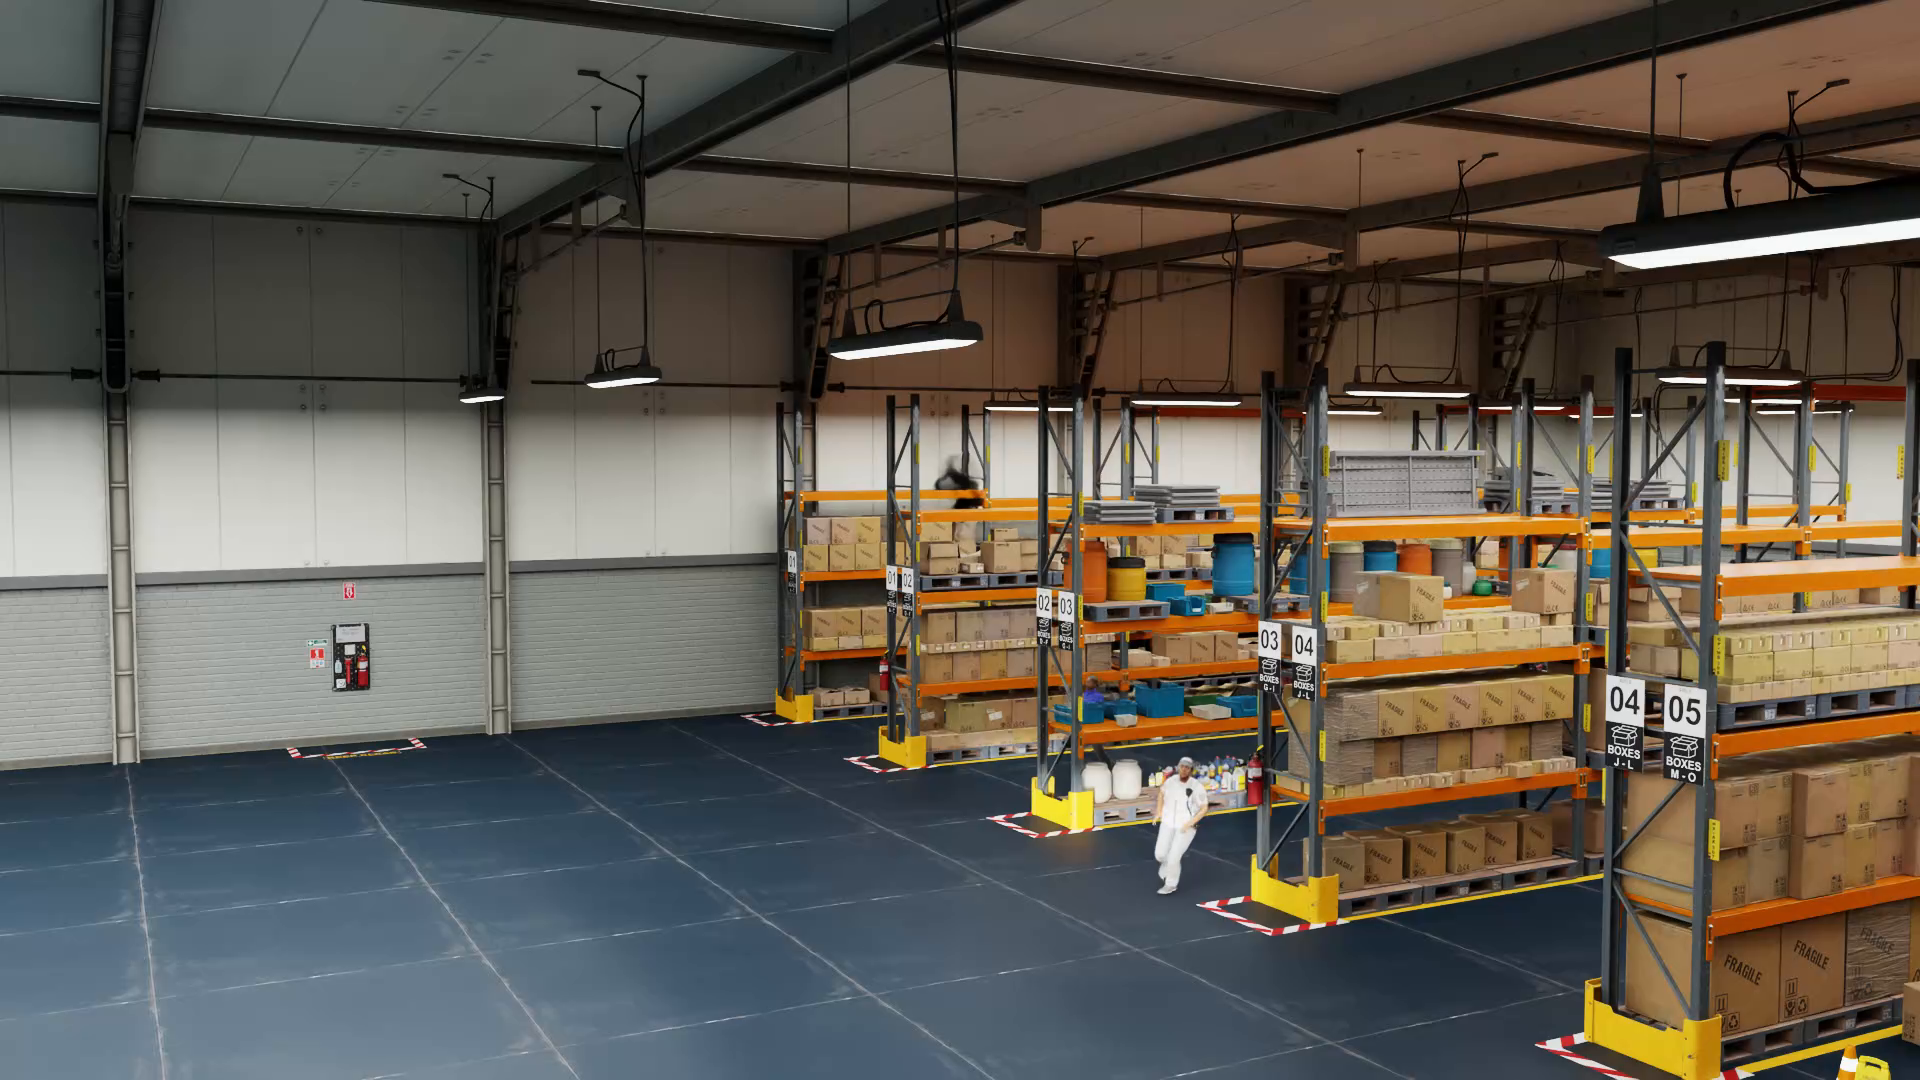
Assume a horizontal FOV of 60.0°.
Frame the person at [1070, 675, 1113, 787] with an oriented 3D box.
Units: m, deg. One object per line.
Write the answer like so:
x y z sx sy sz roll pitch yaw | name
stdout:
2.009 2.903 25.340 0.781 1.717 0.549 -3 4 -40 | person

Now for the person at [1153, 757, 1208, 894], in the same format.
2.523 3.288 19.145 0.663 1.589 0.523 2 4 27 | person
